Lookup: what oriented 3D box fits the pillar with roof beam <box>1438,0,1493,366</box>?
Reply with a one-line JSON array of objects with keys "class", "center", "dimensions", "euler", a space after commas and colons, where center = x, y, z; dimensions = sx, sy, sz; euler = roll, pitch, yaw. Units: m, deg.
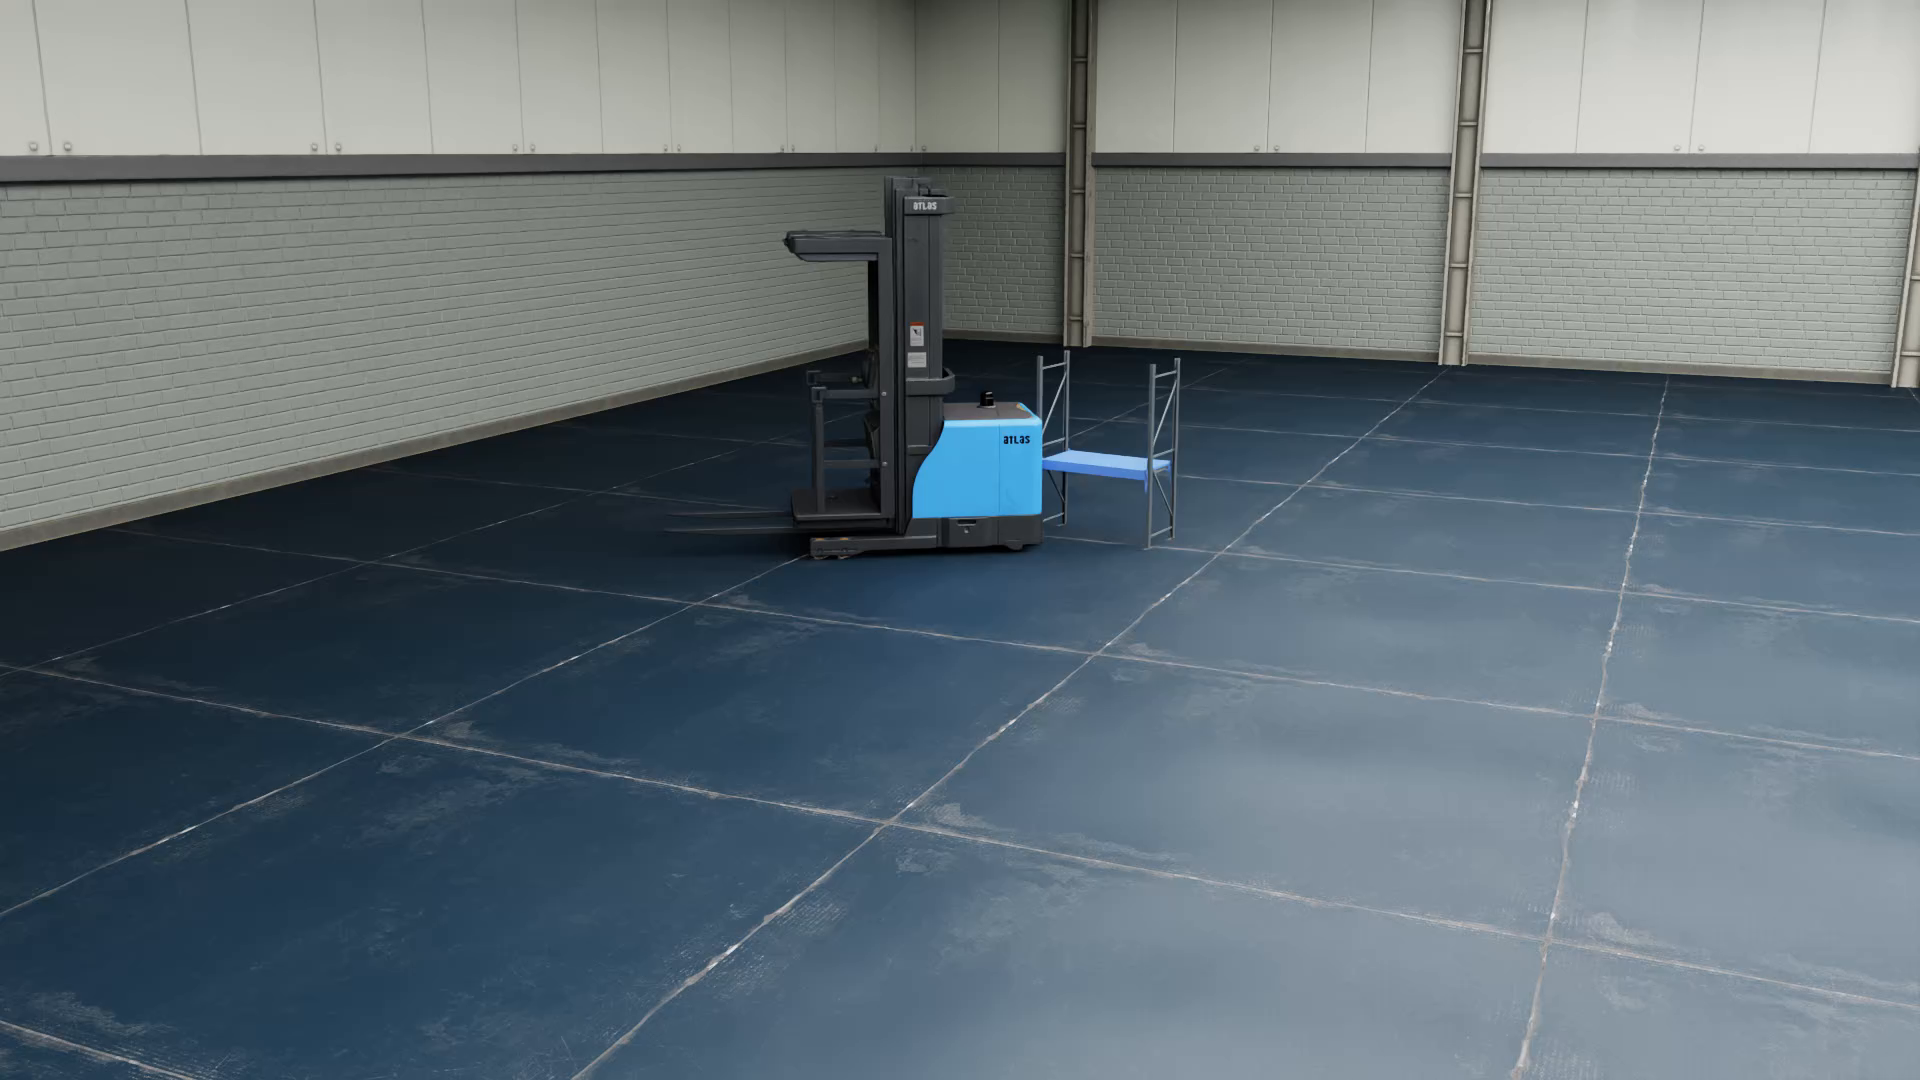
[{"class": "pillar with roof beam", "center": [5.680, -6.130, 20.182], "dimensions": [0.400, 9.000, 9.100], "euler": [6, 14, 23]}]

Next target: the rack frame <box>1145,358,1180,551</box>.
[{"class": "rack frame", "center": [1.636, -0.694, 13.429], "dimensions": [0.032, 1.500, 0.500], "euler": [8, 16, 31]}]

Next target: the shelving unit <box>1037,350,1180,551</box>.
[{"class": "shelving unit", "center": [1.206, -0.756, 13.694], "dimensions": [1.048, 1.500, 0.538], "euler": [8, 16, 31]}]

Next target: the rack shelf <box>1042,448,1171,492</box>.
[{"class": "rack shelf", "center": [1.206, -0.581, 13.735], "dimensions": [1.000, 0.185, 0.538], "euler": [8, 16, 31]}]

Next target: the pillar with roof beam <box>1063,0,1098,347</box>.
[{"class": "pillar with roof beam", "center": [0.194, -6.686, 22.548], "dimensions": [0.400, 9.000, 9.100], "euler": [6, 14, 23]}]

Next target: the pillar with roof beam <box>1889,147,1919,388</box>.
[{"class": "pillar with roof beam", "center": [11.166, -5.575, 17.816], "dimensions": [0.400, 9.000, 9.100], "euler": [6, 14, 23]}]

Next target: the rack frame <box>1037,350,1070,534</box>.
[{"class": "rack frame", "center": [0.776, -0.818, 13.958], "dimensions": [0.032, 1.500, 0.500], "euler": [8, 16, 31]}]

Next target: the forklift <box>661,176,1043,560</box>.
[{"class": "forklift", "center": [-0.890, -1.401, 13.308], "dimensions": [3.031, 2.935, 1.130], "euler": [-2, 13, -7]}]
